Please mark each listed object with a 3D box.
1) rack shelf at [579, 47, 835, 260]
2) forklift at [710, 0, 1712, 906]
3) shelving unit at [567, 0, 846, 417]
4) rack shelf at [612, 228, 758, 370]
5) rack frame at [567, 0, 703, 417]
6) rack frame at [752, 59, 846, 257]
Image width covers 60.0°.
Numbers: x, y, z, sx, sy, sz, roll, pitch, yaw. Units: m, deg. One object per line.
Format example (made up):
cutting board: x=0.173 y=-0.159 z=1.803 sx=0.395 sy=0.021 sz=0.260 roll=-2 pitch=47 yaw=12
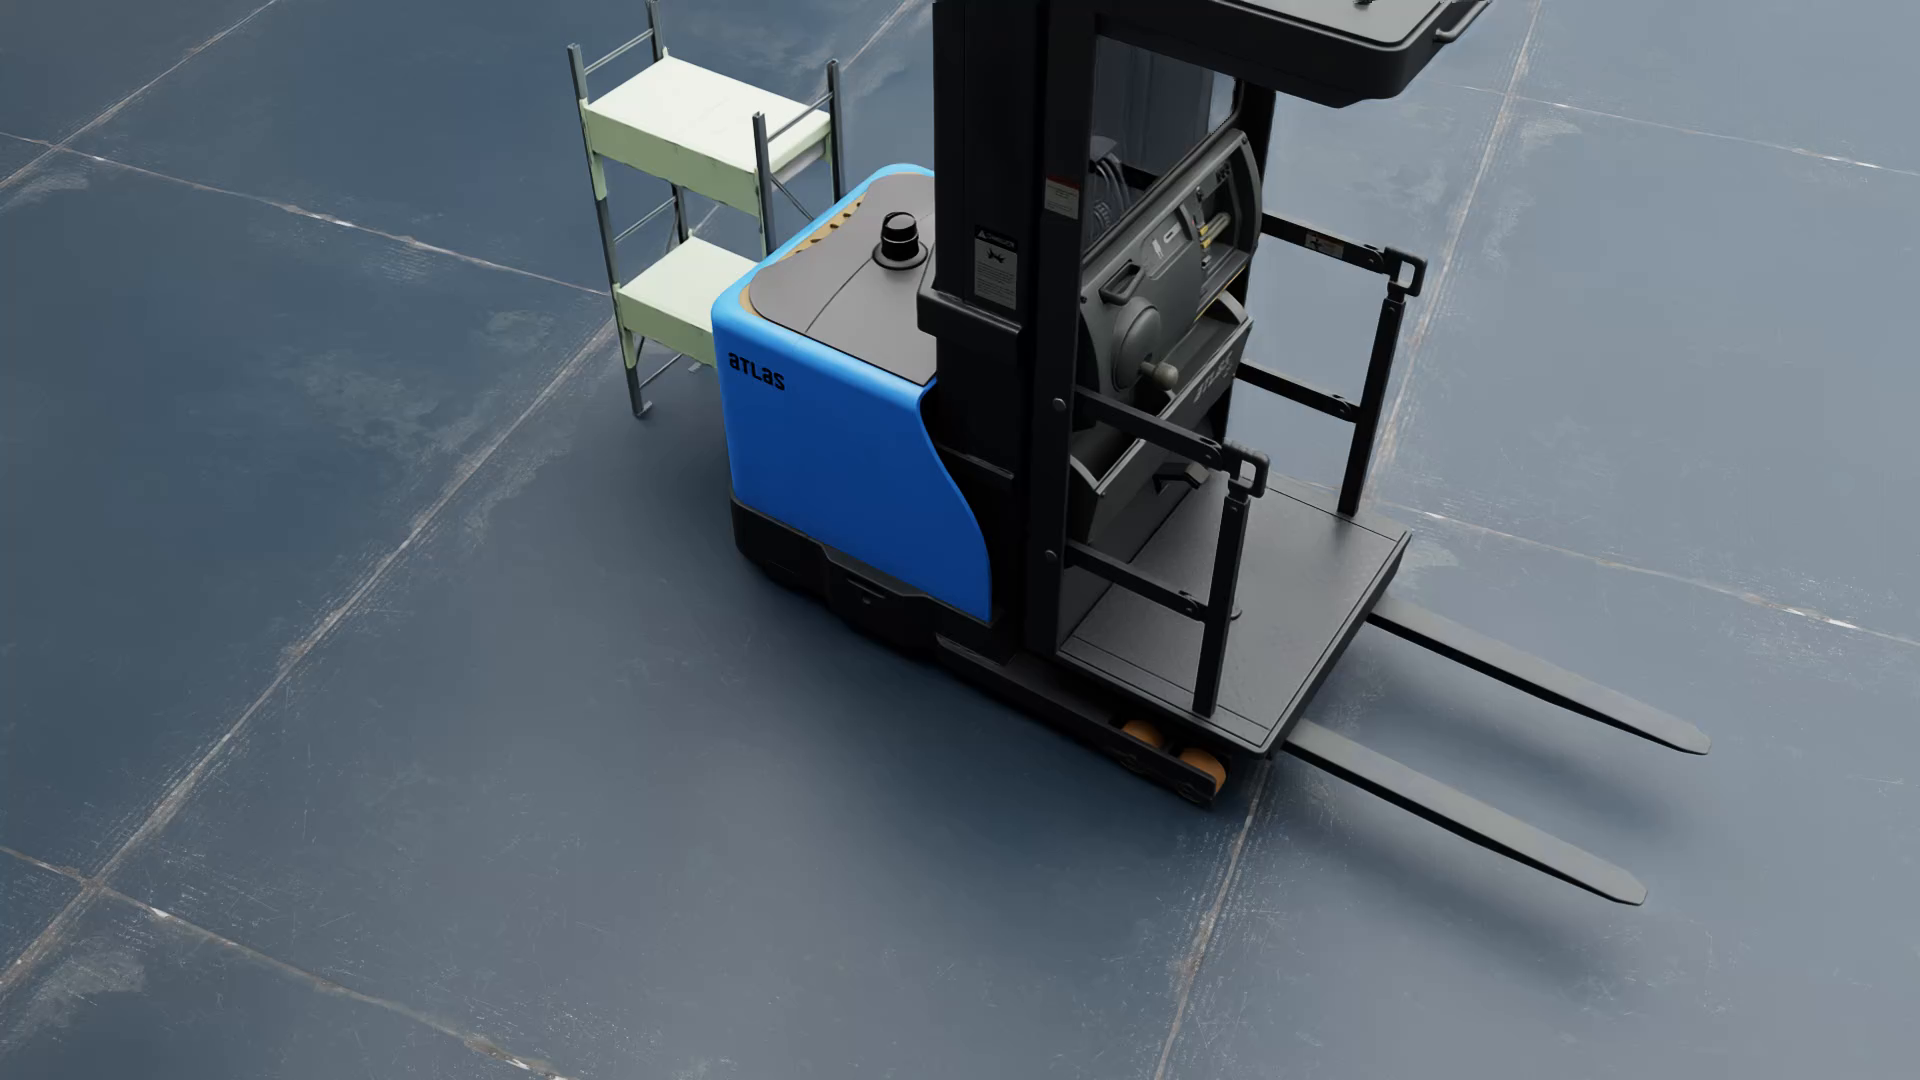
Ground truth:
rack shelf: x=-0.796 y=-1.245 z=5.385 sx=0.720 sy=0.370 sz=0.431 roll=25 pitch=50 yaw=23
forklift: x=0.747 y=-0.689 z=4.364 sx=3.031 sy=2.935 sz=1.130 roll=25 pitch=50 yaw=23
shelving unit: x=-0.796 y=-0.968 z=5.660 sx=0.755 sy=1.500 sz=0.431 roll=25 pitch=50 yaw=23
rack shelf: x=-0.796 y=-0.737 z=5.890 sx=0.720 sy=0.370 sz=0.431 roll=25 pitch=50 yaw=23
rack frame: x=-1.101 y=-1.111 z=5.803 sx=0.023 sy=1.500 sz=0.400 roll=25 pitch=50 yaw=23
rack frame: x=-0.491 y=-0.826 z=5.516 sx=0.023 sy=1.500 sz=0.400 roll=25 pitch=50 yaw=23
